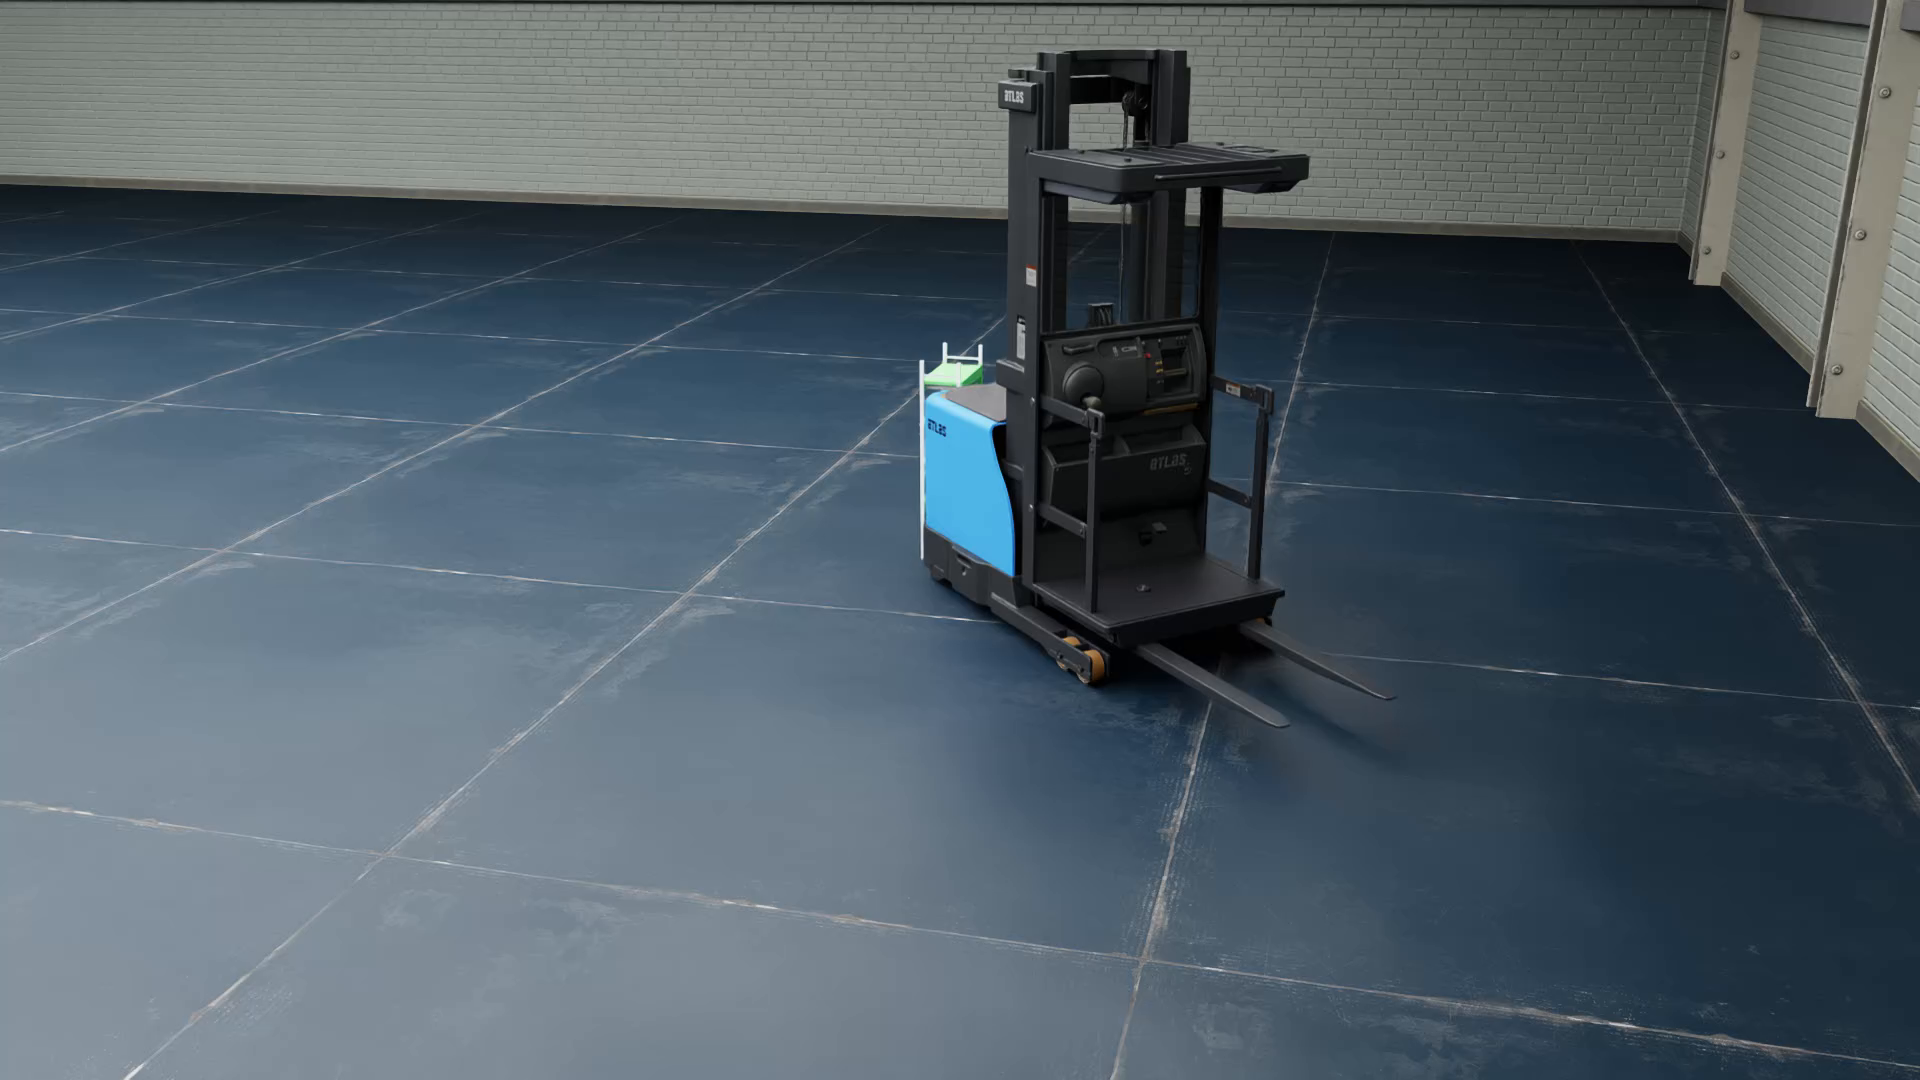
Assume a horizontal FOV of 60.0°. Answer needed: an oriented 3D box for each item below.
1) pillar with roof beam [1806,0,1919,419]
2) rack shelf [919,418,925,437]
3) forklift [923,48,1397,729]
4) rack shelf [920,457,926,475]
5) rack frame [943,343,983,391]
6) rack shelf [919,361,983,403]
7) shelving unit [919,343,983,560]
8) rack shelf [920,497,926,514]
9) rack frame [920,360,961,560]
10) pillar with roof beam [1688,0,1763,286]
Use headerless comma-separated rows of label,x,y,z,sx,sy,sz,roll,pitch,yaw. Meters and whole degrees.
pillar with roof beam,2.726,-5.610,12.690,9.100,9.000,0.400,5,19,13
rack shelf,-0.047,-0.687,9.799,0.258,0.148,0.480,5,19,14
forklift,0.940,-0.851,8.145,1.130,2.935,3.031,-10,21,-27
rack shelf,-0.047,-0.460,9.877,0.258,0.148,0.480,5,19,14
rack frame,0.017,-0.597,10.079,0.240,1.200,0.015,5,19,14
rack shelf,-0.047,-0.915,9.722,0.258,0.148,0.480,5,19,14
shelving unit,-0.047,-0.521,9.856,0.258,1.200,0.503,5,19,14
rack shelf,-0.047,-0.233,9.954,0.258,0.148,0.480,5,19,14
rack frame,-0.111,-0.445,9.633,0.240,1.200,0.015,5,19,14
pillar with roof beam,4.192,-7.491,18.196,9.100,9.000,0.400,5,19,13
